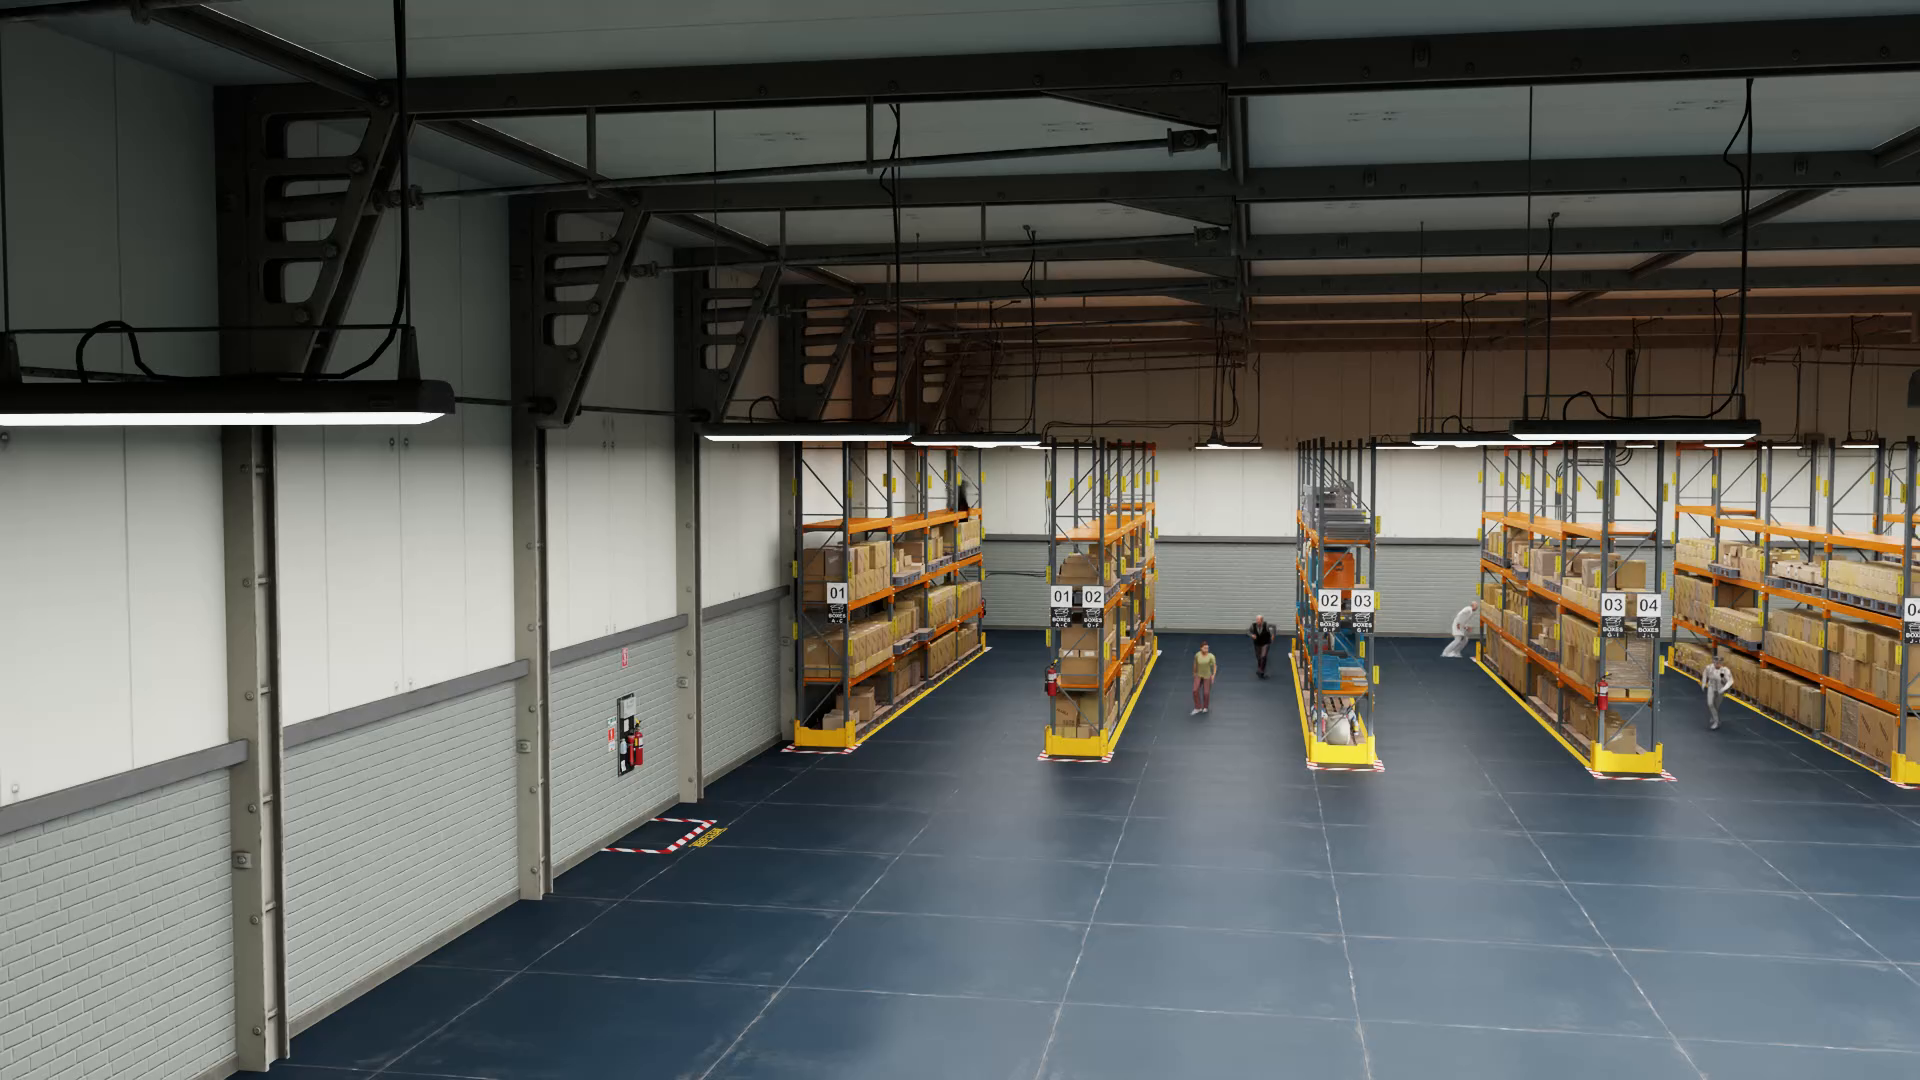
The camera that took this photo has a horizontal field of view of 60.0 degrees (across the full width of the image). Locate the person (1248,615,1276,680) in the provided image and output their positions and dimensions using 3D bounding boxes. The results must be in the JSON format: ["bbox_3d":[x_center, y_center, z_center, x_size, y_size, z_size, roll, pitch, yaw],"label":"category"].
[{"bbox_3d":[7.657,2.707,42.155,0.708,1.681,0.987,1,3,15],"label":"person"}]

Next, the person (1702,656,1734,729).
[{"bbox_3d":[15.747,3.121,34.561,0.610,1.505,1.003,1,3,26],"label":"person"}]

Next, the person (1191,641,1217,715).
[{"bbox_3d":[5.346,3.001,36.321,0.548,1.627,0.718,1,3,13],"label":"person"}]

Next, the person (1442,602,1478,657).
[{"bbox_3d":[14.007,2.507,46.544,0.935,1.574,0.737,1,3,19],"label":"person"}]
